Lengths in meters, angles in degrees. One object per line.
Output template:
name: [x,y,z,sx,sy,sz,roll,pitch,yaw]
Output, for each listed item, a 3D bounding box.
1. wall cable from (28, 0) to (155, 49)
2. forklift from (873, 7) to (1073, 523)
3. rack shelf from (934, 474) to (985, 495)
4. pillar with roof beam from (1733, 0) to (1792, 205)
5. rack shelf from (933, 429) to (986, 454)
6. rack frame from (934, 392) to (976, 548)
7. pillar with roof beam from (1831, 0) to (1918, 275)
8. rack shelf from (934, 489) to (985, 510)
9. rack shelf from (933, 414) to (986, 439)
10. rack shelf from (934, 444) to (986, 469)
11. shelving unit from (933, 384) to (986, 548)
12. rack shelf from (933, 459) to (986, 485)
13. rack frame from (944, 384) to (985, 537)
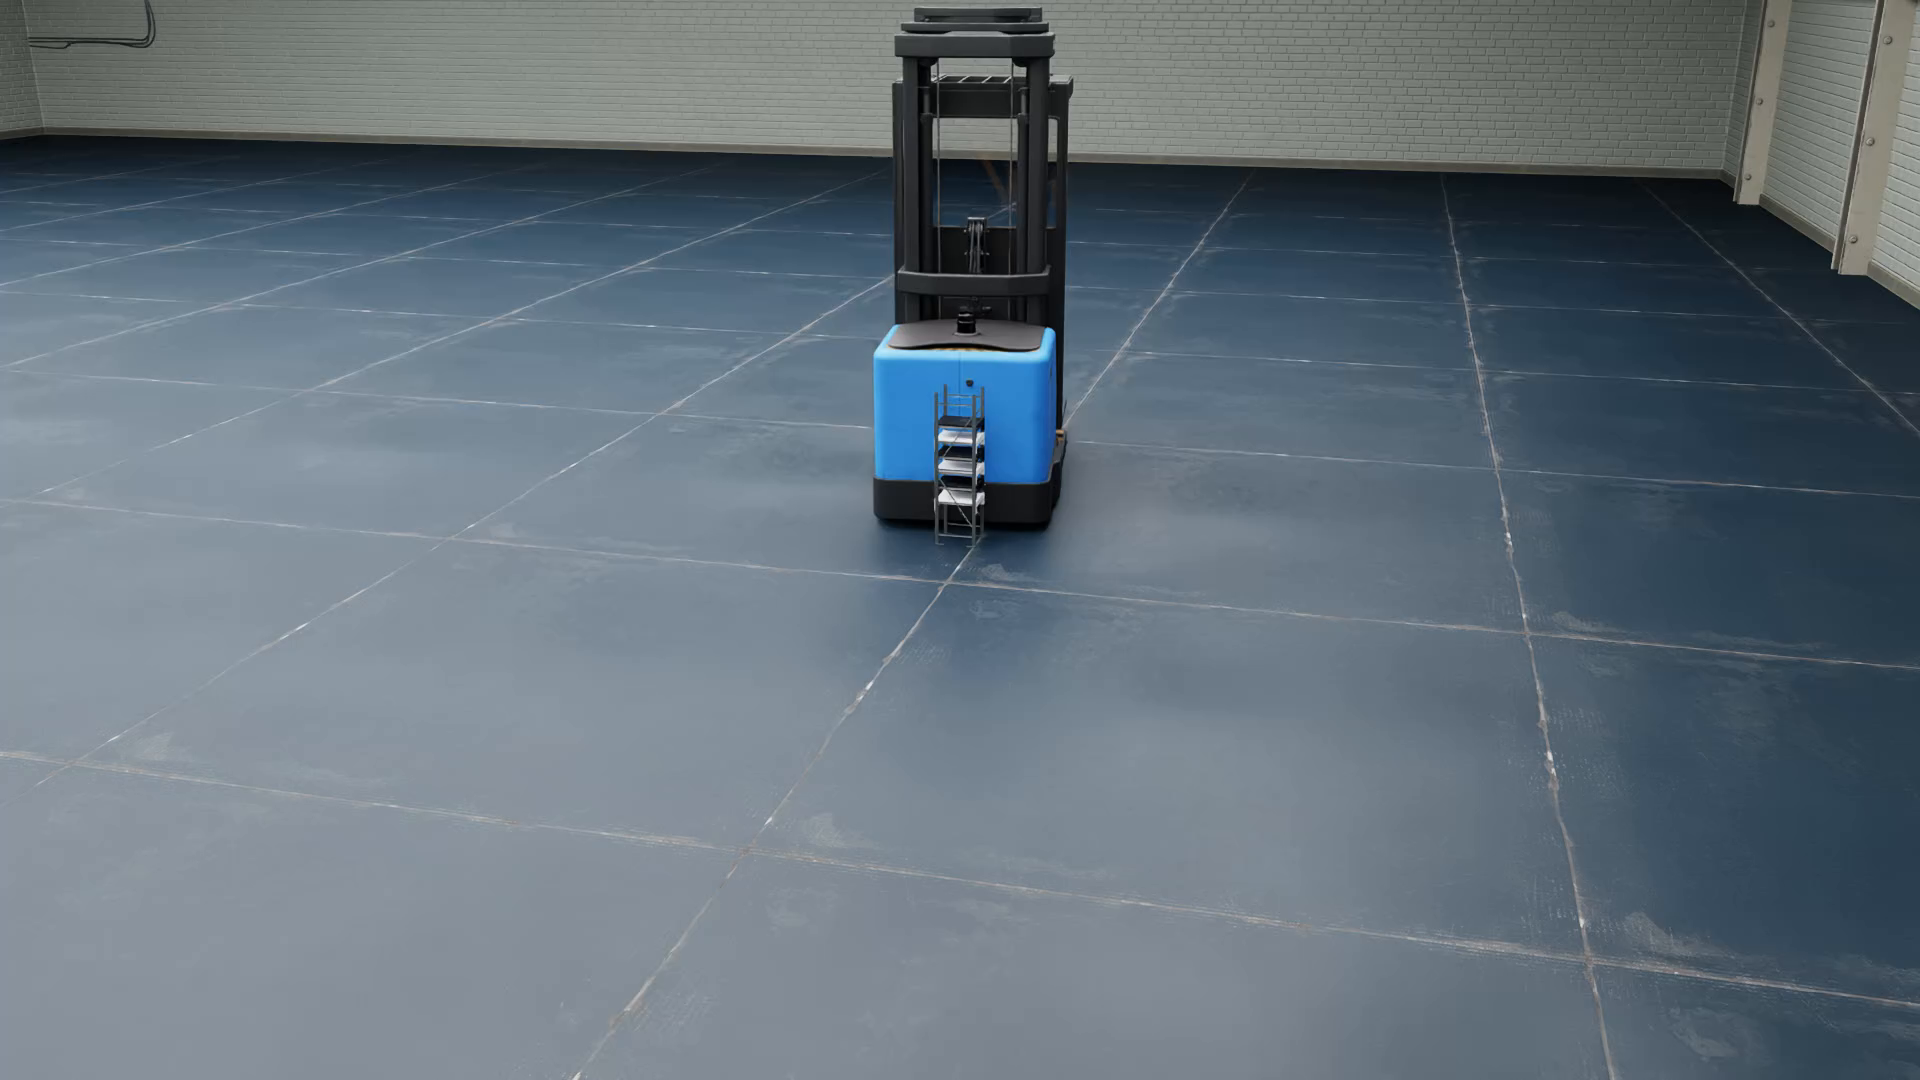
wall cable: [-17.251,-10.937,32.590,3.097,2.526,0.112,5,19,13]
forklift: [0.151,-1.917,10.766,1.130,2.935,3.031,2,19,6]
rack shelf: [-0.002,-0.307,9.575,0.258,0.077,0.200,5,19,13]
pillar with roof beam: [7.118,-9.440,23.403,9.100,9.000,0.400,5,19,13]
rack shelf: [-0.002,-0.562,9.487,0.258,0.077,0.200,5,19,13]
rack frame: [-0.027,-0.391,9.441,0.240,0.900,0.006,5,19,13]
pillar with roof beam: [5.652,-7.559,17.897,9.100,9.000,0.400,5,19,13]
rack shelf: [-0.002,-0.221,9.604,0.258,0.077,0.200,5,19,13]
rack shelf: [-0.002,-0.647,9.458,0.258,0.077,0.200,5,19,13]
rack shelf: [-0.002,-0.477,9.516,0.258,0.077,0.200,5,19,13]
shelving unit: [-0.002,-0.423,9.535,0.258,0.900,0.210,5,19,13]
rack shelf: [-0.002,-0.392,9.545,0.258,0.077,0.200,5,19,13]
rack frame: [0.023,-0.455,9.628,0.240,0.900,0.006,5,19,13]
